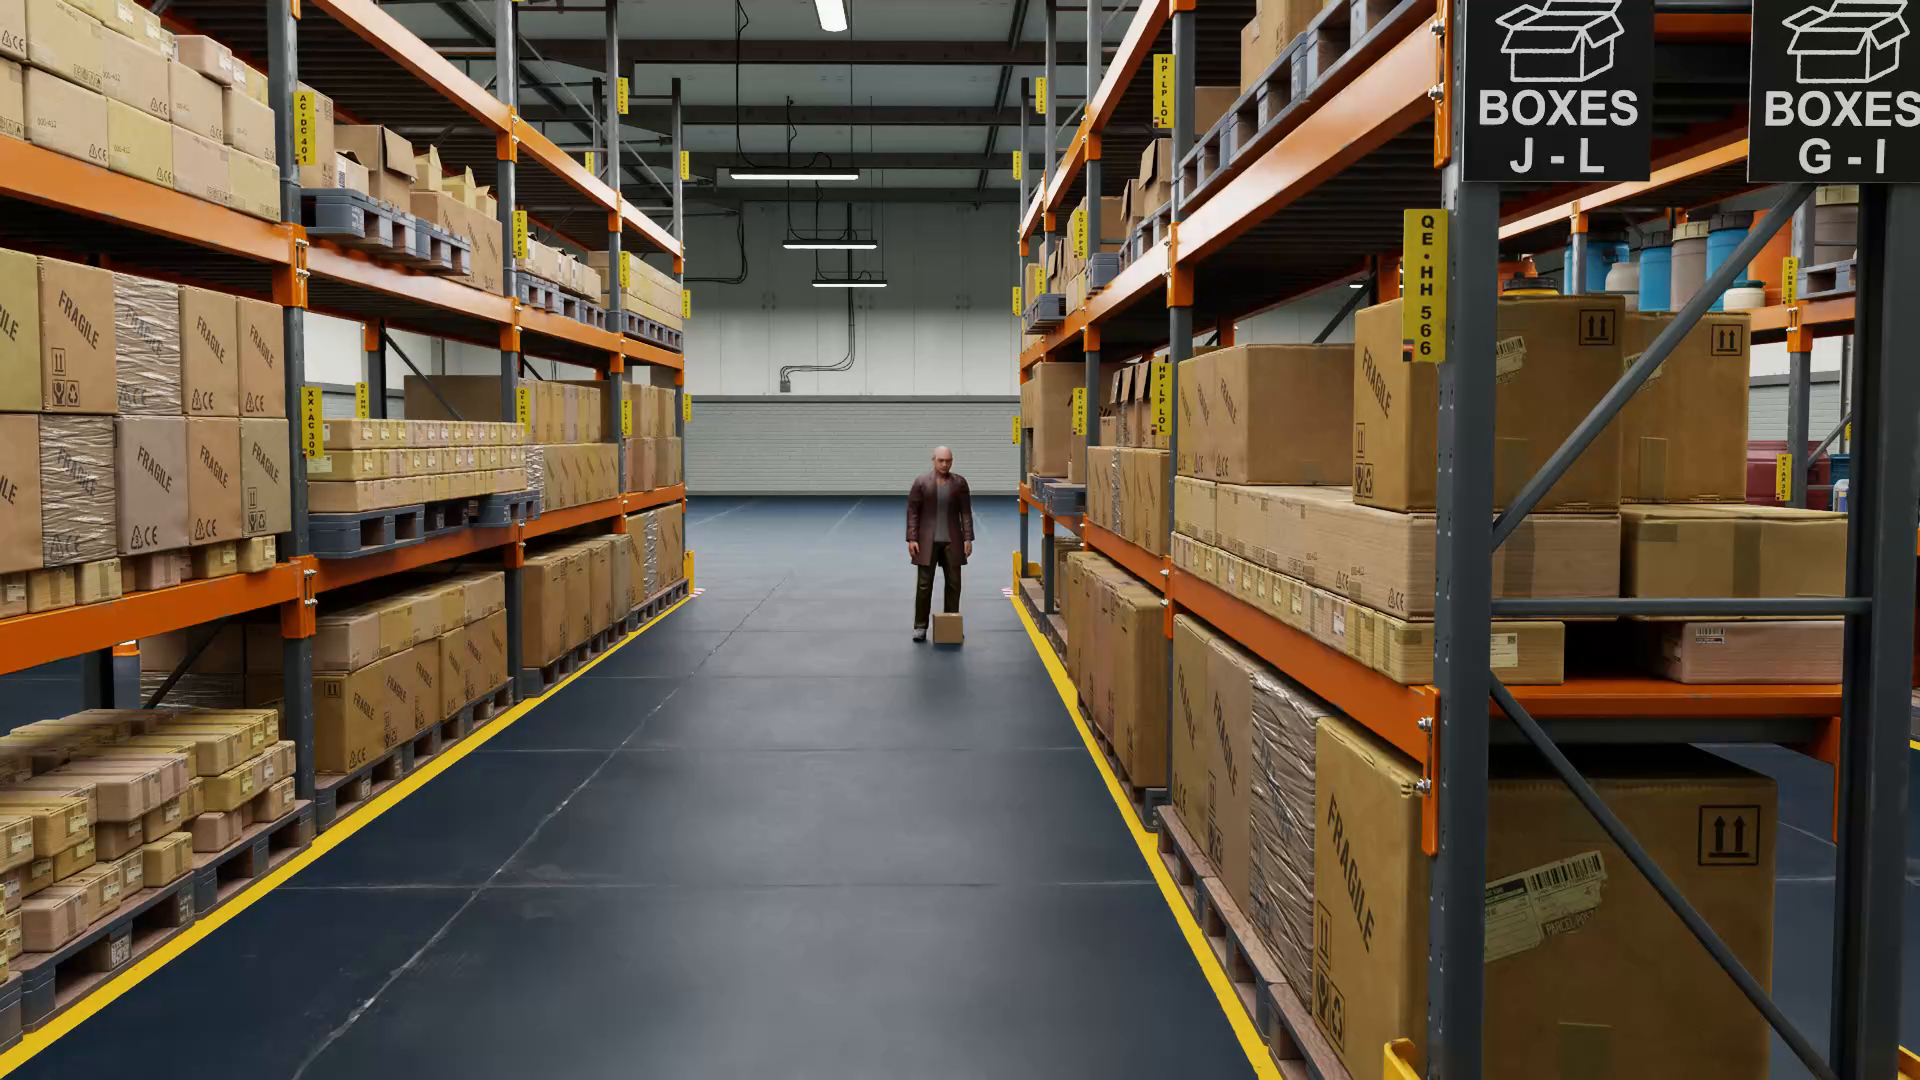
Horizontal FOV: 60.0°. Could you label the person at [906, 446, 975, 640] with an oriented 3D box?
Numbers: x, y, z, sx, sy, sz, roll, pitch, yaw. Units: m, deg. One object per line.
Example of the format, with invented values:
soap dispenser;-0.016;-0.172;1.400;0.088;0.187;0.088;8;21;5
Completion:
person;-0.183;0.024;15.308;0.642;1.774;0.426;-1;4;-10
